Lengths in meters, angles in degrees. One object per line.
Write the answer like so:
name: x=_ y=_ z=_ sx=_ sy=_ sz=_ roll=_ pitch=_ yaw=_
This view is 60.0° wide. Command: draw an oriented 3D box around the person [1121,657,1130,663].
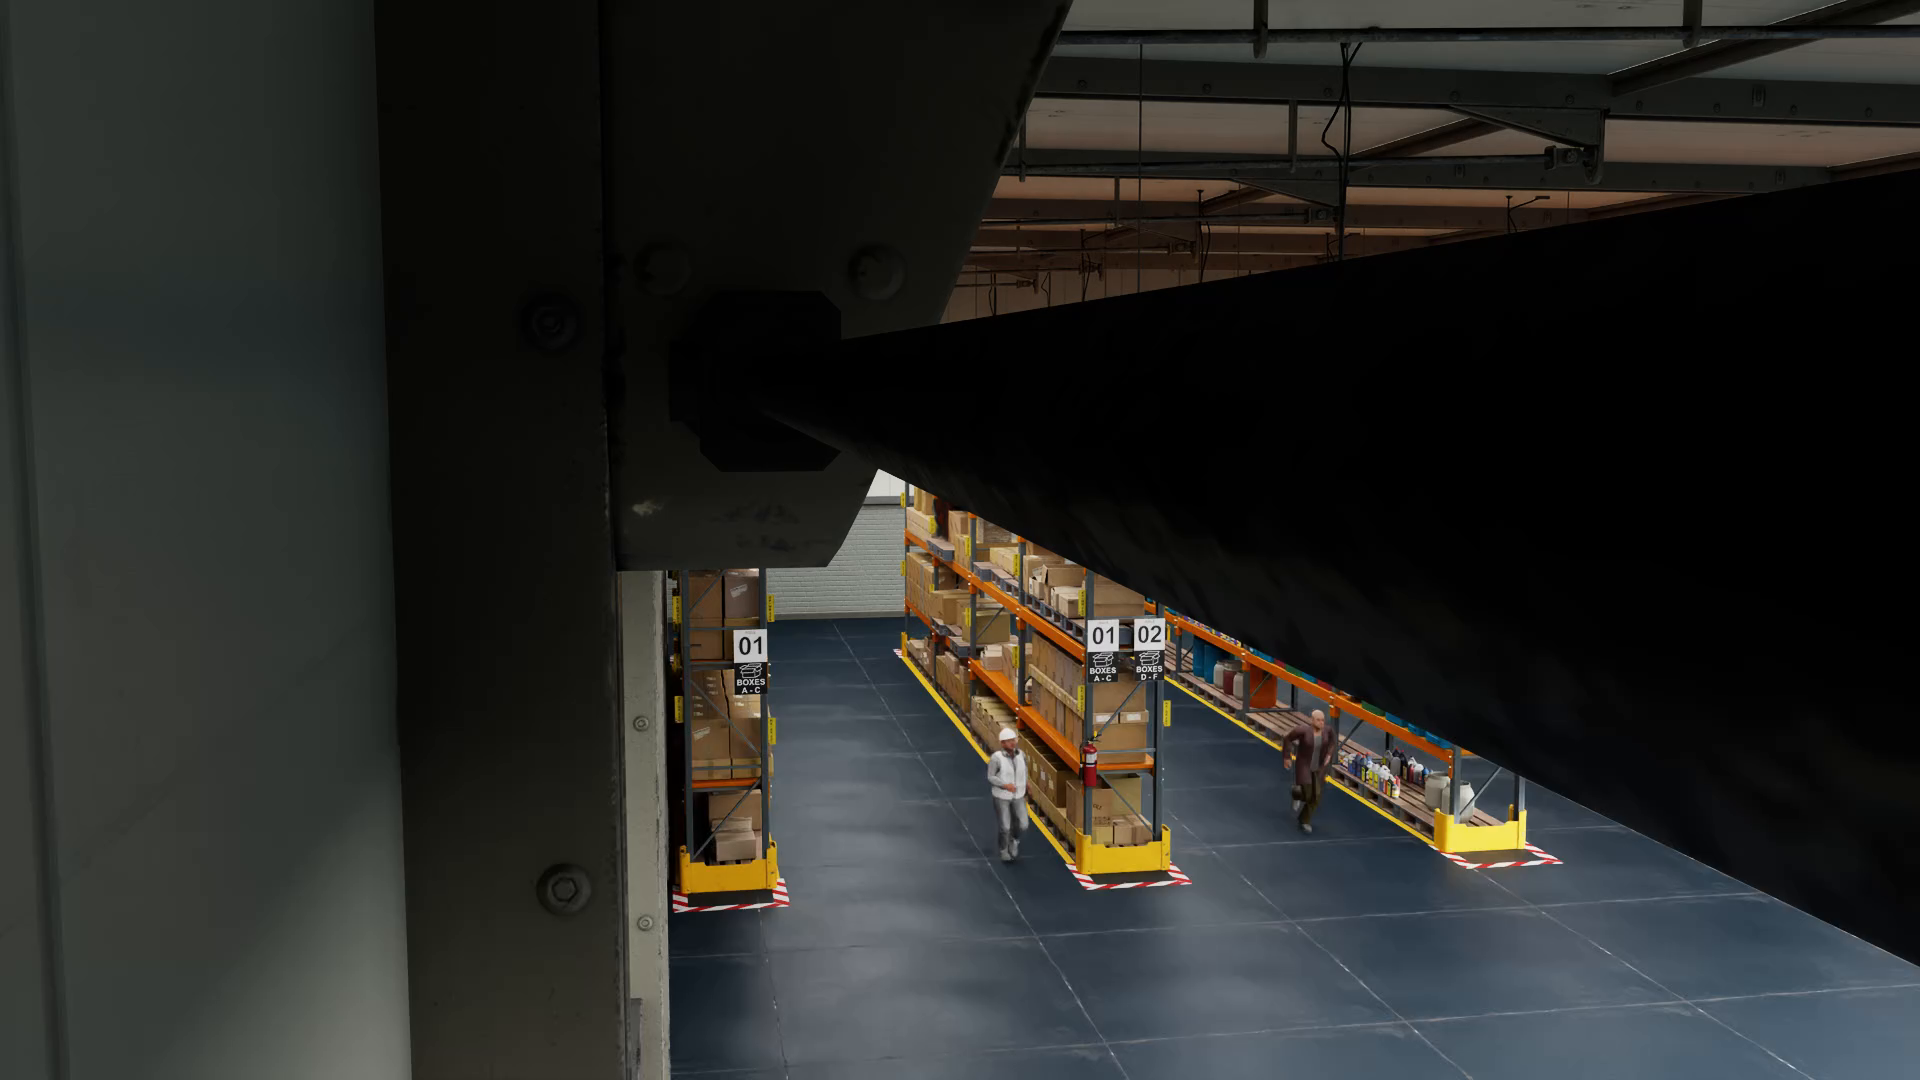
person: x=2.790 y=2.438 z=29.365 sx=0.701 sy=1.678 sz=0.767 roll=-3 pitch=6 yaw=-23

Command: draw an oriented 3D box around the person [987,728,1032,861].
person: x=0.656 y=3.261 z=21.210 sx=0.650 sy=1.735 sz=0.635 roll=-2 pitch=6 yaw=-22

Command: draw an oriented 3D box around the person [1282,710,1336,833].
person: x=4.785 y=3.138 z=22.807 sx=0.700 sy=1.710 sz=0.787 roll=-2 pitch=6 yaw=-17
